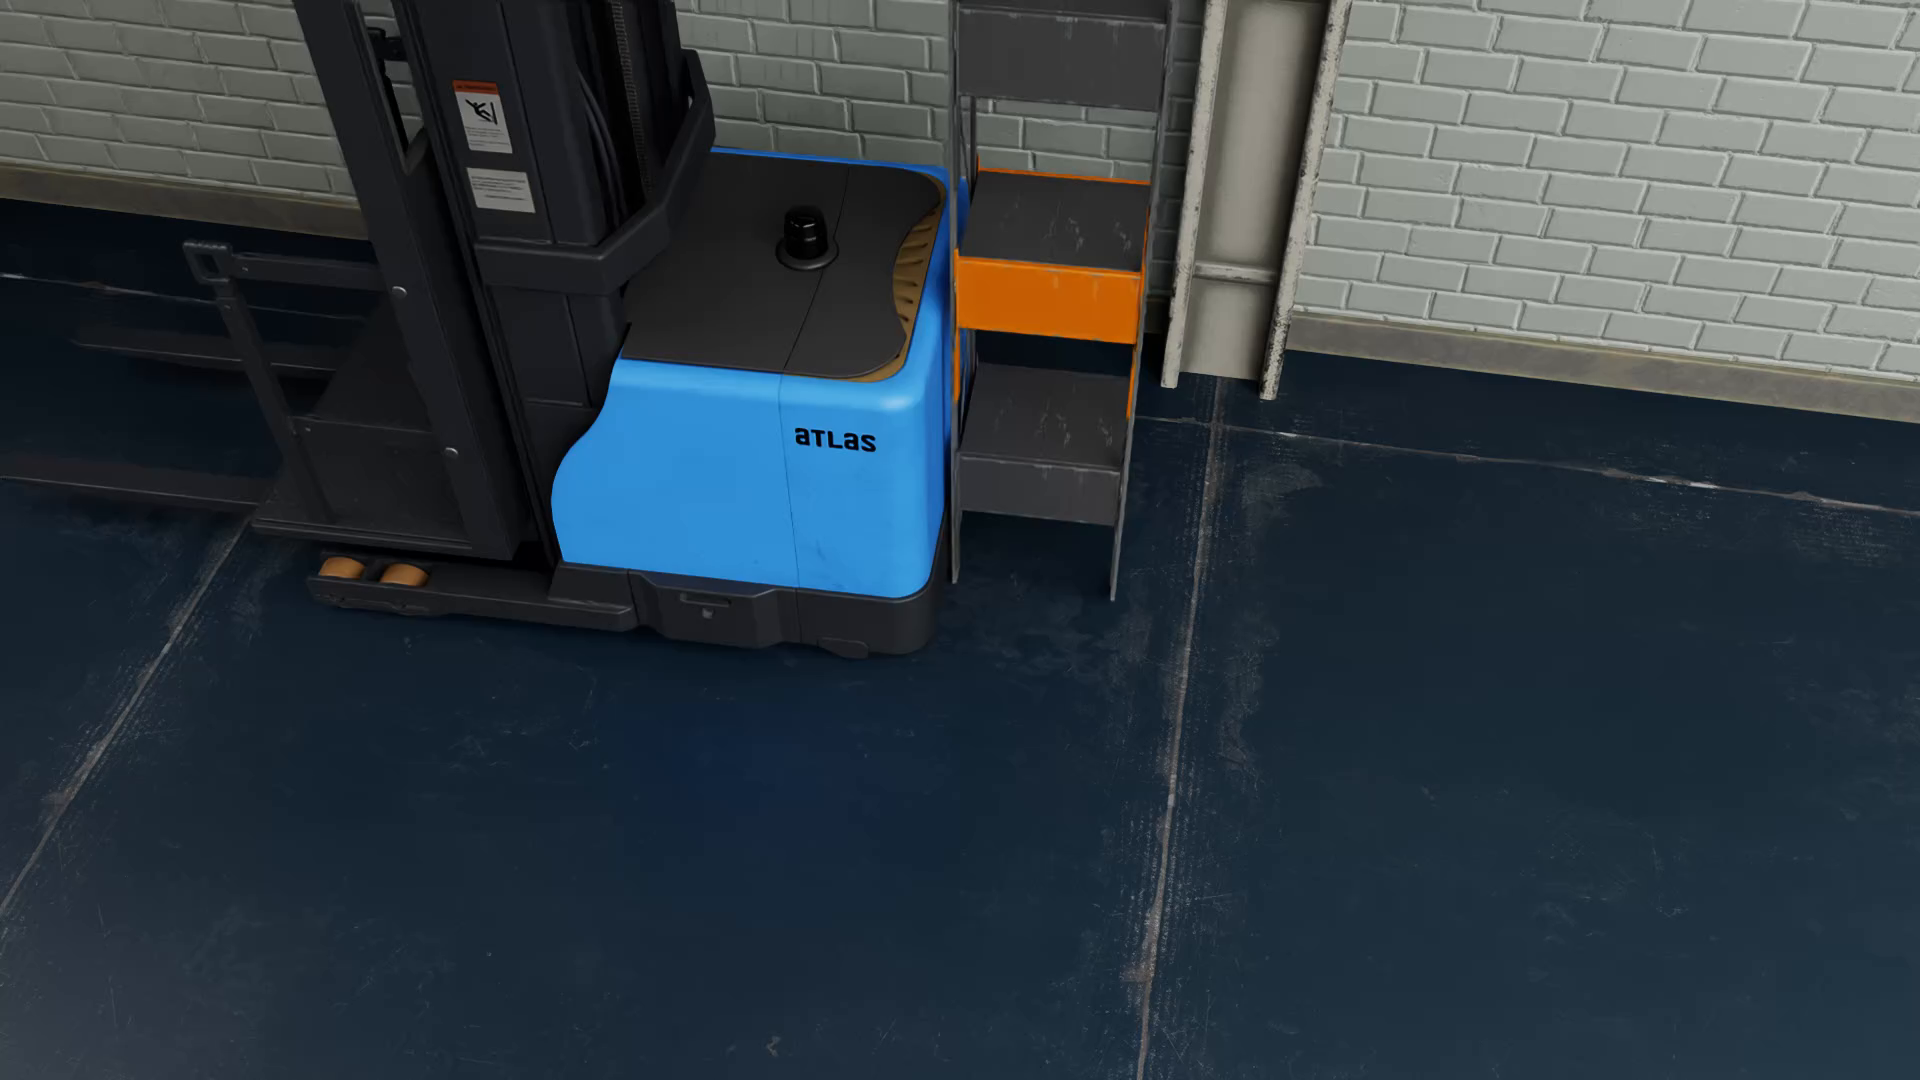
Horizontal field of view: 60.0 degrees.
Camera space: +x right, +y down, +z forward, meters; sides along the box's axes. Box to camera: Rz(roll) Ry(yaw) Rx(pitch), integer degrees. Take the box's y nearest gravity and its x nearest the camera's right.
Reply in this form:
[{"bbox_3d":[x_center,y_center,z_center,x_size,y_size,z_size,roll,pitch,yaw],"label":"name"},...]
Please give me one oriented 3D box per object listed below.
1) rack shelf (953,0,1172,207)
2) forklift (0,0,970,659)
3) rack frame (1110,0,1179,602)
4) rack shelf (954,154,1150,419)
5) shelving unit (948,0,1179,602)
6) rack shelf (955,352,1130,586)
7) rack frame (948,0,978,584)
[{"bbox_3d":[0.251,-1.146,3.946,0.480,0.518,0.431,6,48,5],"label":"rack shelf"},{"bbox_3d":[-1.514,-1.134,4.298,3.031,2.935,1.130,6,48,5],"label":"forklift"},{"bbox_3d":[0.493,-0.661,4.433,0.015,2.100,0.400,6,48,5],"label":"rack frame"},{"bbox_3d":[0.251,-0.678,4.466,0.480,0.518,0.431,6,48,5],"label":"rack shelf"},{"bbox_3d":[0.251,-0.687,4.456,0.503,2.100,0.431,6,48,5],"label":"shelving unit"},{"bbox_3d":[0.251,-0.210,4.987,0.480,0.518,0.431,6,48,5],"label":"rack shelf"},{"bbox_3d":[0.010,-0.713,4.479,0.015,2.100,0.400,6,48,5],"label":"rack frame"}]
